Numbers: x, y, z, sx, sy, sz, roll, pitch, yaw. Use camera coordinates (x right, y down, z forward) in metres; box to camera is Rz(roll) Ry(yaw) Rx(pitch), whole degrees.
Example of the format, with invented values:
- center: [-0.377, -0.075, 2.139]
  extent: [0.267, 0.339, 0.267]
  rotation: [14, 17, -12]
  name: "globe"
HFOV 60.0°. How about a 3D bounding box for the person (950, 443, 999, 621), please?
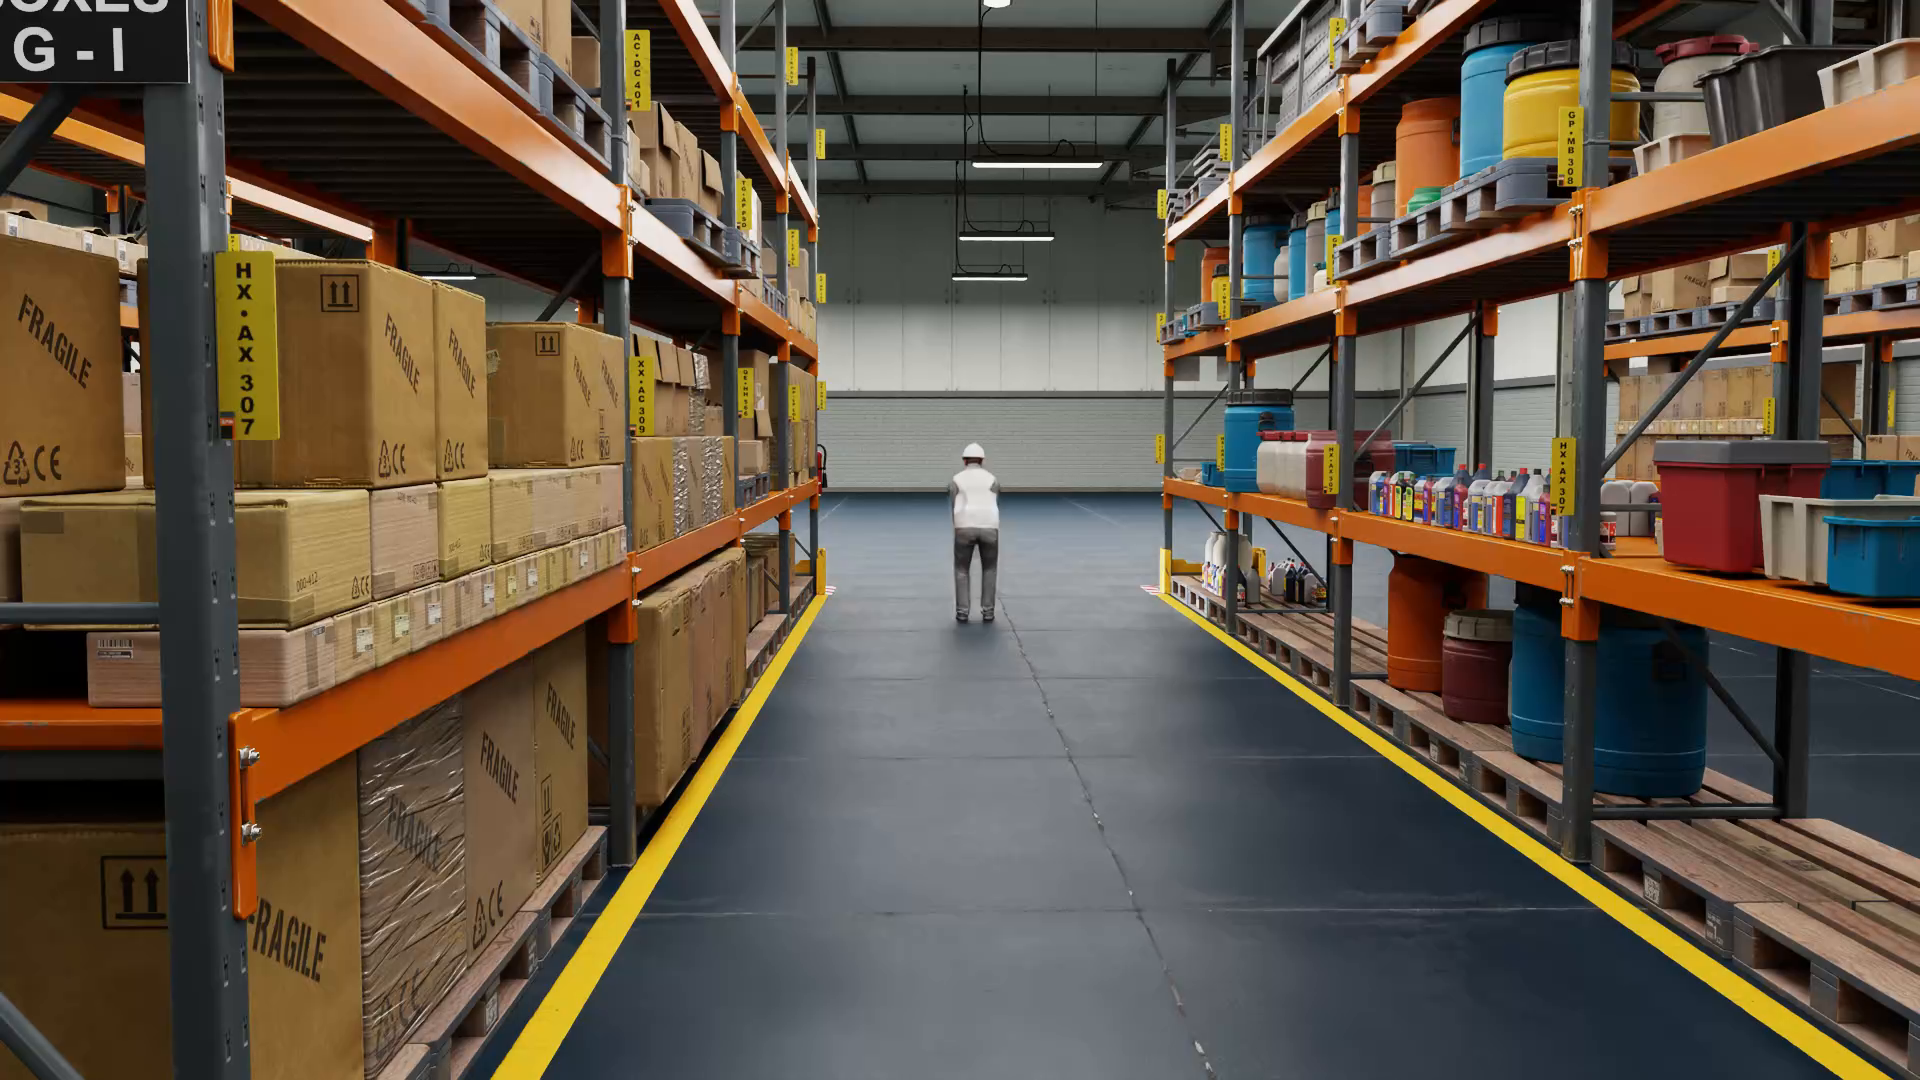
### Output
- center: [0.140, -0.085, 16.270]
  extent: [0.479, 1.723, 0.605]
  rotation: [0, 4, -2]
  name: "person"
